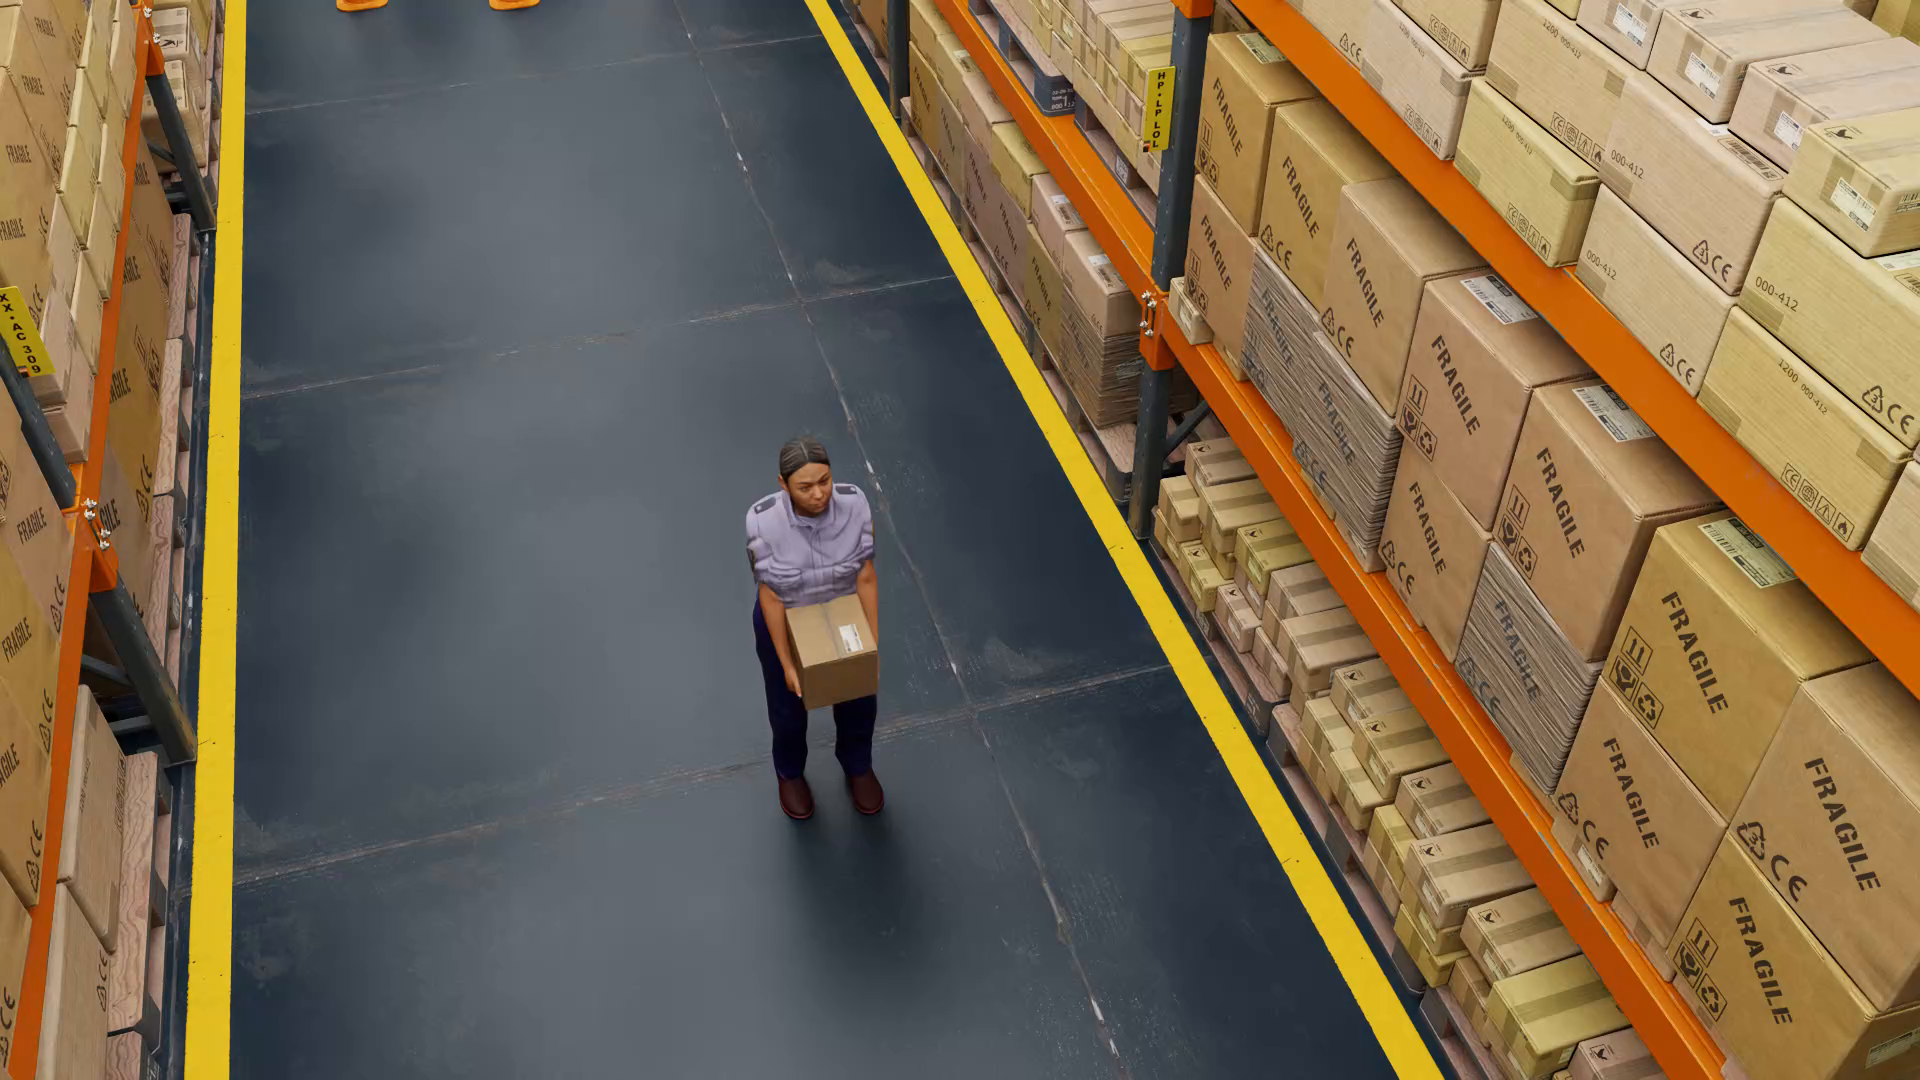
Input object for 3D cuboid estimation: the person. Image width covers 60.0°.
[{"bbox_3d":[-0.477,0.360,5.786,0.435,1.647,0.528,-12,44,-13],"label":"person"}]
